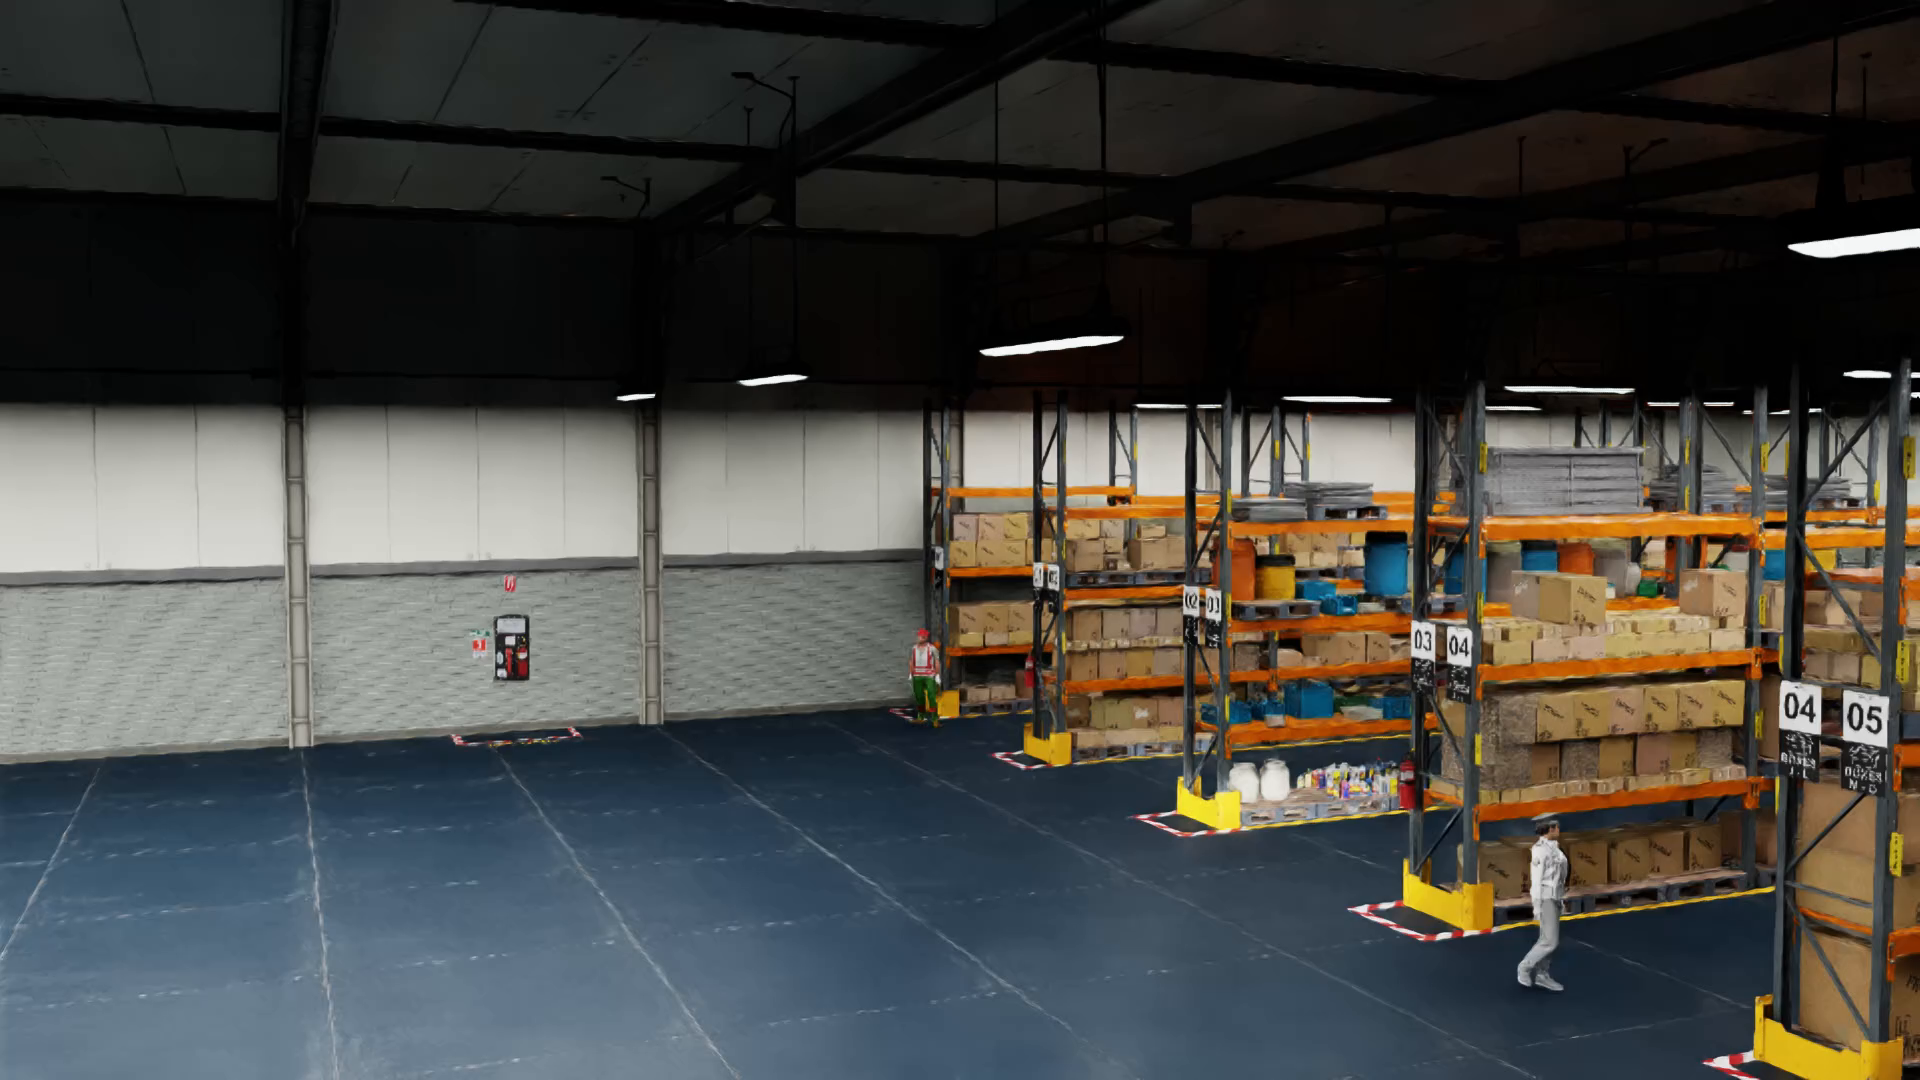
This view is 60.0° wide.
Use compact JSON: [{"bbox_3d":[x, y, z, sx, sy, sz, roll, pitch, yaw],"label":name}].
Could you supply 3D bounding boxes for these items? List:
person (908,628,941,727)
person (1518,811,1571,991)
[{"bbox_3d":[-0.617,2.481,30.214,0.718,1.780,0.568,1,4,17],"label":"person"},{"bbox_3d":[5.510,3.403,15.701,0.414,1.671,0.517,3,4,38],"label":"person"}]
